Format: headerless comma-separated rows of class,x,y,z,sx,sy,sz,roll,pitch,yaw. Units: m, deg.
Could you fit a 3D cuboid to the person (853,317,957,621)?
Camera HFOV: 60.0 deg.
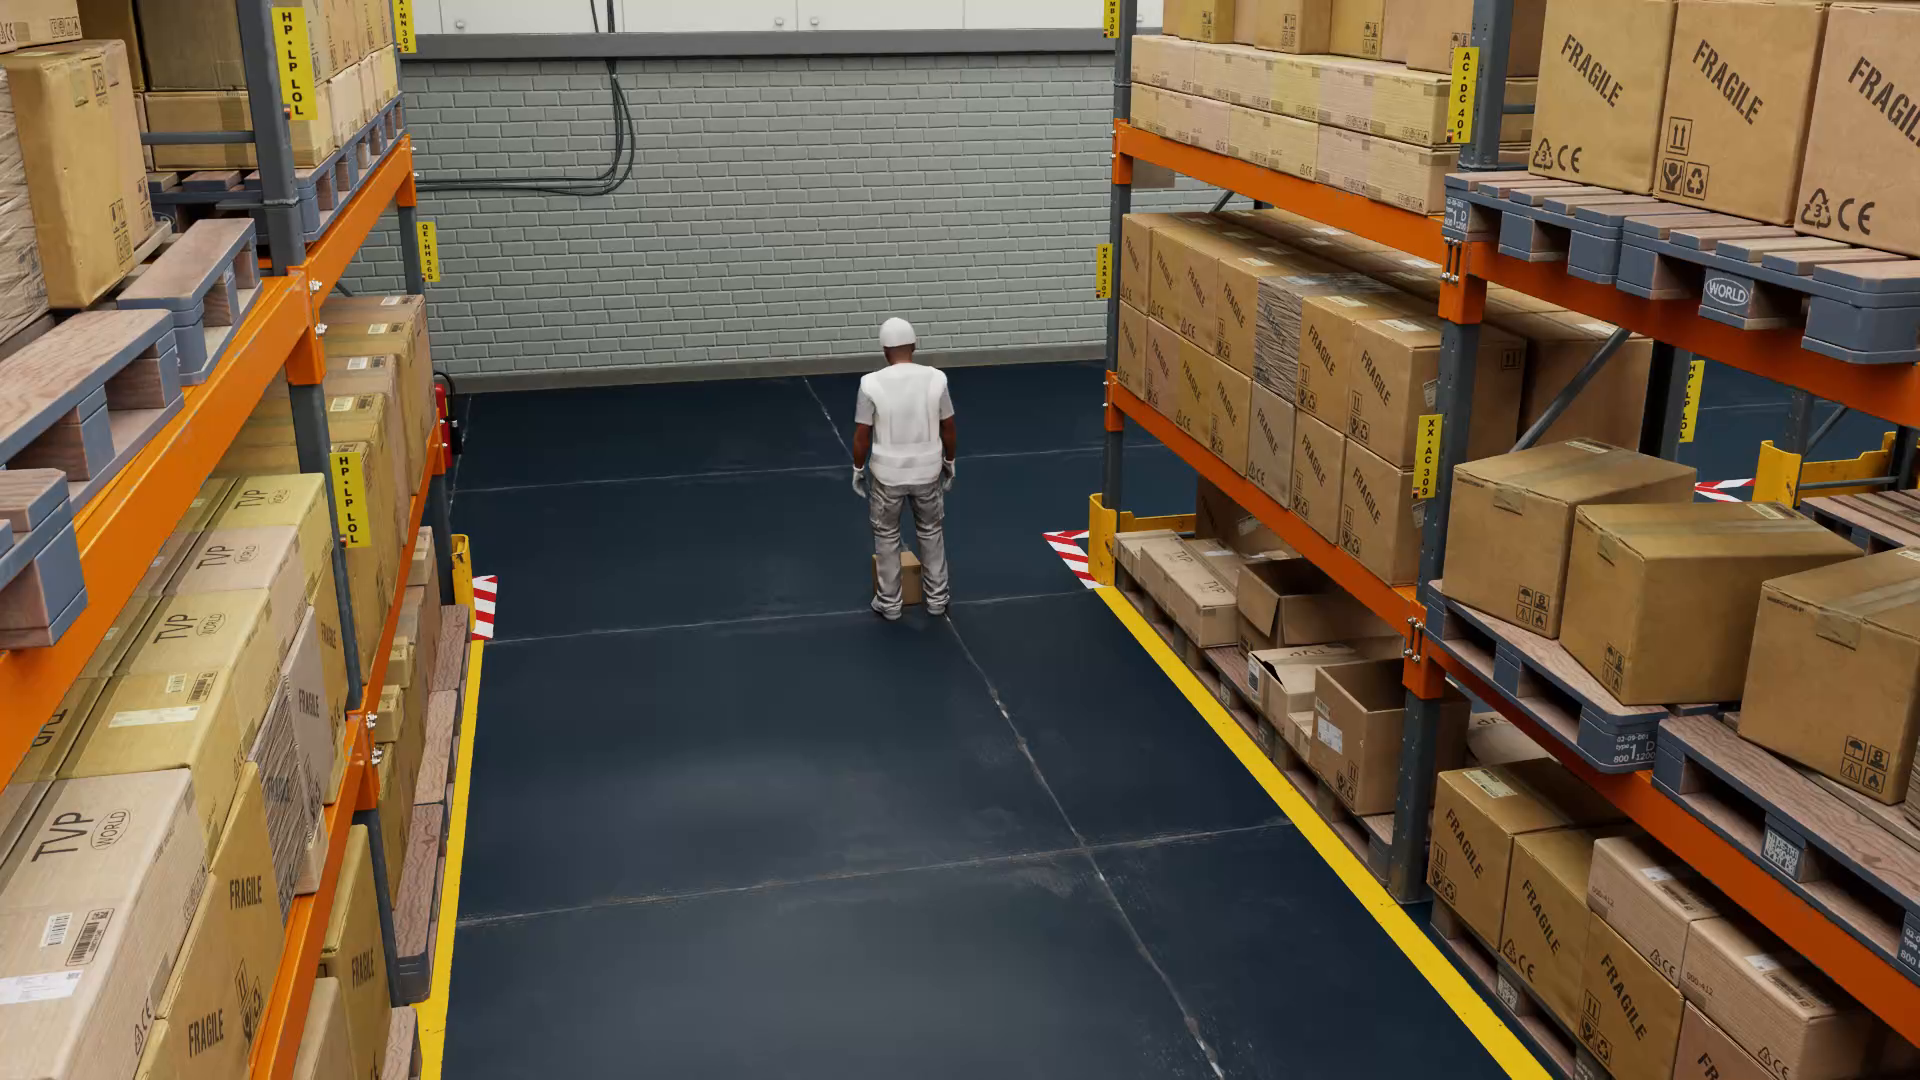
person,-0.321,-0.408,9.709,0.617,1.774,0.450,-5,20,-13
